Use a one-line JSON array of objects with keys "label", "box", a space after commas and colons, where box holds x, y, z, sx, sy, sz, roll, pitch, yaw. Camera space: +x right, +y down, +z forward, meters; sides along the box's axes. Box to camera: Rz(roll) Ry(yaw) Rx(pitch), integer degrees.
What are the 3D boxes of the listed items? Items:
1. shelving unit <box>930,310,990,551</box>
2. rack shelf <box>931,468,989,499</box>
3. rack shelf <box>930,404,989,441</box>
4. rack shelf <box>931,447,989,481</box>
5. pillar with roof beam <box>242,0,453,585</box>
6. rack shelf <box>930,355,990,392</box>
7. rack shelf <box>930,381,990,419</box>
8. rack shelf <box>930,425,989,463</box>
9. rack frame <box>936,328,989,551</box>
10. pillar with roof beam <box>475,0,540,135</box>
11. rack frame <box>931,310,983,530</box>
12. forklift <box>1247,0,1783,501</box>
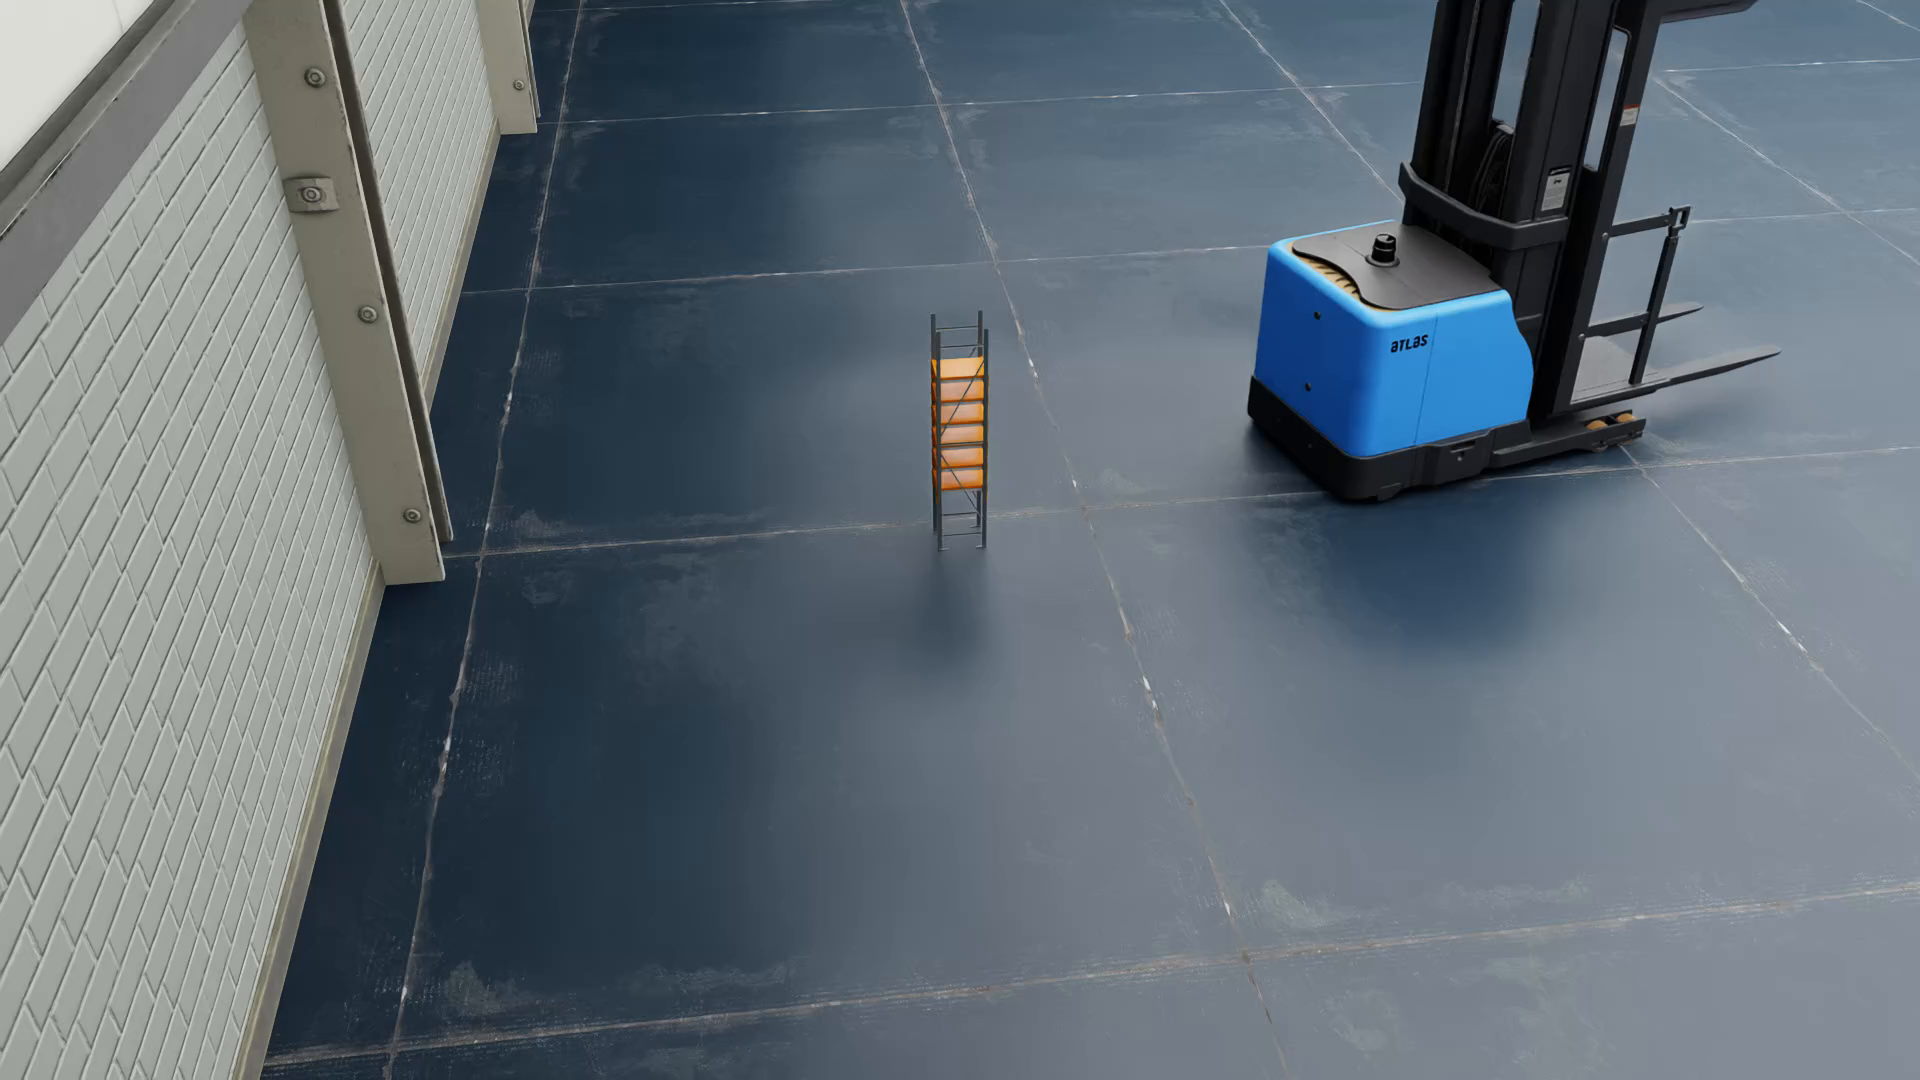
[{"label": "shelving unit", "box": [-0.002, -0.504, 7.924, 0.258, 1.200, 0.189, -4, 35, -6]}, {"label": "rack shelf", "box": [-0.002, -0.269, 8.084, 0.258, 0.103, 0.180, -4, 35, -6]}, {"label": "rack shelf", "box": [-0.002, -0.566, 7.881, 0.258, 0.103, 0.180, -4, 35, -6]}, {"label": "rack shelf", "box": [-0.002, -0.368, 8.017, 0.258, 0.103, 0.180, -4, 35, -6]}, {"label": "pillar with roof beam", "box": [1.615, -3.949, 6.054, 9.100, 9.000, 0.400, -4, 35, -6]}, {"label": "rack shelf", "box": [-0.002, -0.765, 7.746, 0.258, 0.103, 0.180, -4, 35, -6]}, {"label": "rack shelf", "box": [-0.002, -0.665, 7.814, 0.258, 0.103, 0.180, -4, 35, -6]}, {"label": "rack shelf", "box": [-0.002, -0.467, 7.949, 0.258, 0.103, 0.180, -4, 35, -6]}, {"label": "rack frame", "box": [0.010, -0.453, 7.849, 0.240, 1.200, 0.006, -4, 35, -6]}, {"label": "pillar with roof beam", "box": [0.808, -7.297, 10.967, 9.100, 9.000, 0.400, -4, 35, -6]}, {"label": "rack frame", "box": [-0.014, -0.555, 7.999, 0.240, 1.200, 0.006, -4, 35, -6]}, {"label": "forklift", "box": [3.147, -1.944, 8.501, 3.031, 2.935, 1.130, -13, 37, -19]}]
